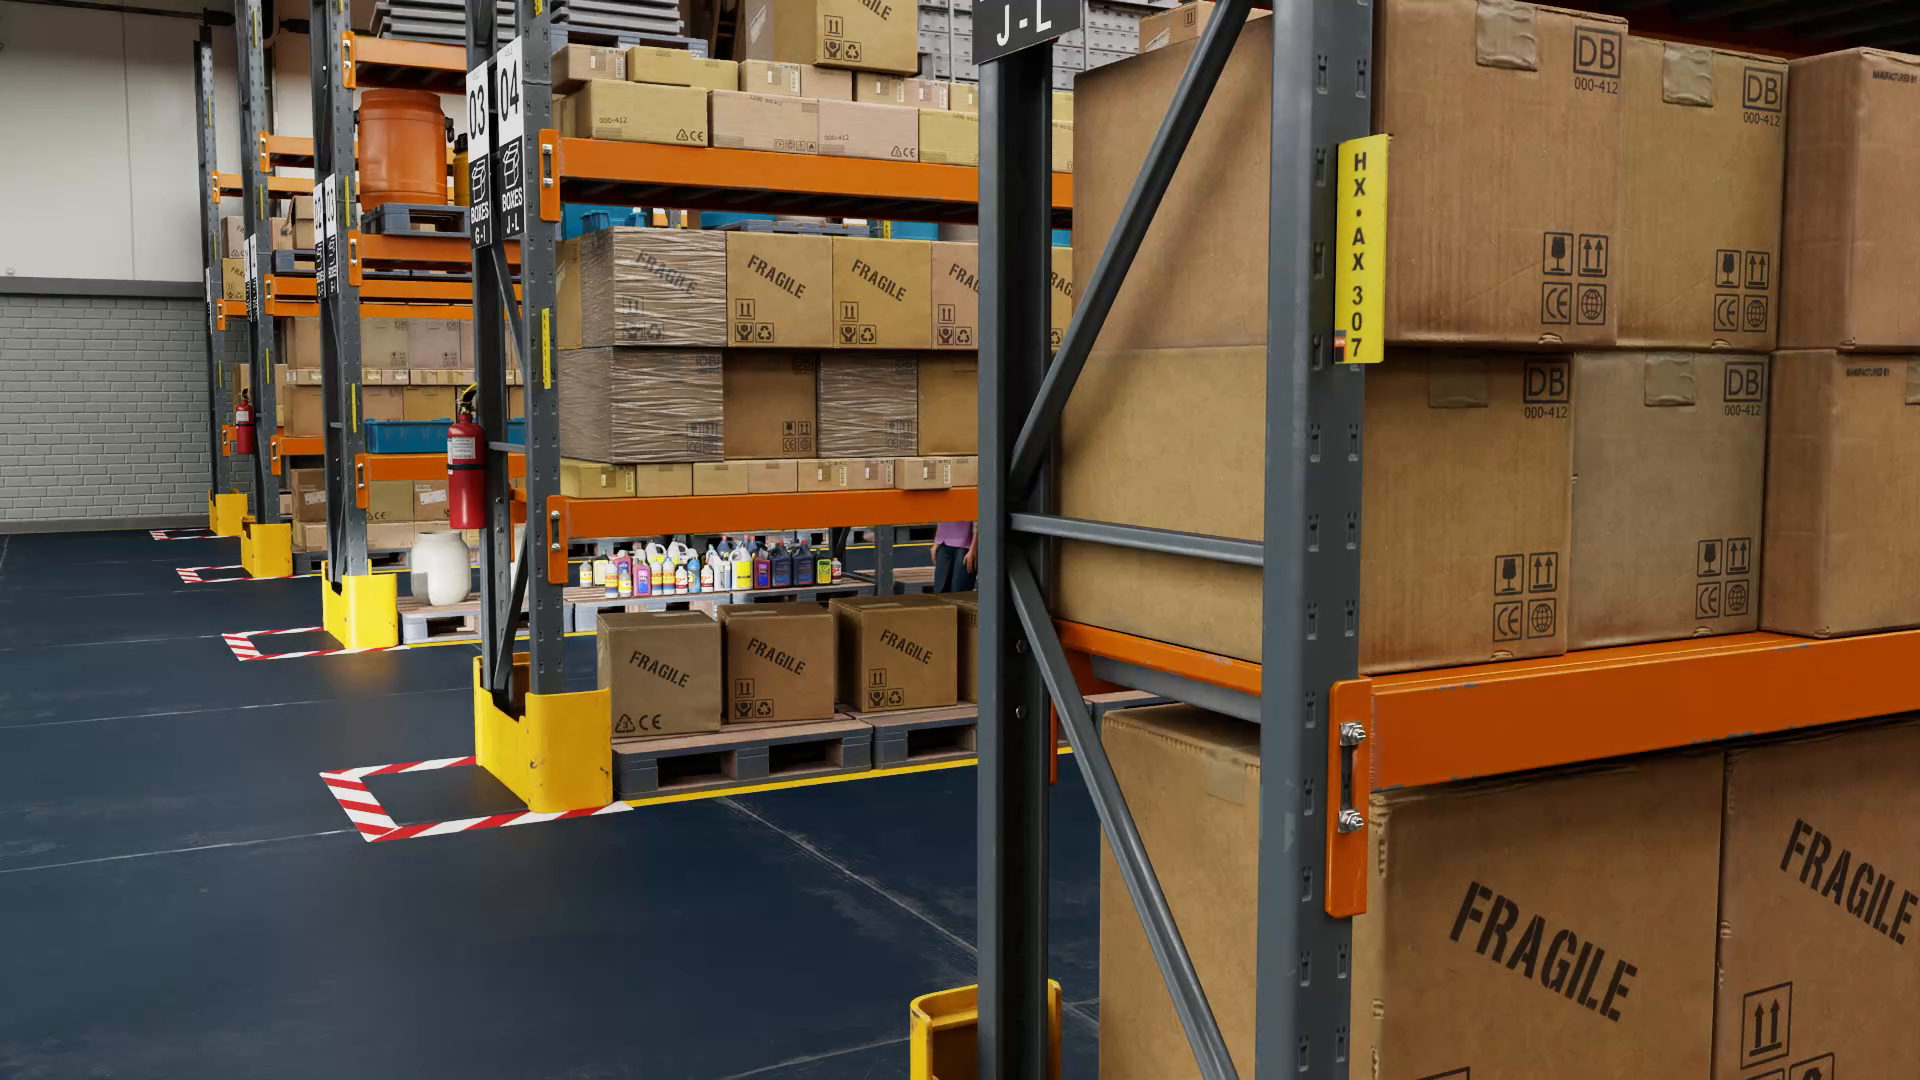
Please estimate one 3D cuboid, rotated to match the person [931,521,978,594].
[{"bbox_3d":[-0.016,0.064,10.030,0.347,1.591,0.481,-3,6,-32],"label":"person"}]
